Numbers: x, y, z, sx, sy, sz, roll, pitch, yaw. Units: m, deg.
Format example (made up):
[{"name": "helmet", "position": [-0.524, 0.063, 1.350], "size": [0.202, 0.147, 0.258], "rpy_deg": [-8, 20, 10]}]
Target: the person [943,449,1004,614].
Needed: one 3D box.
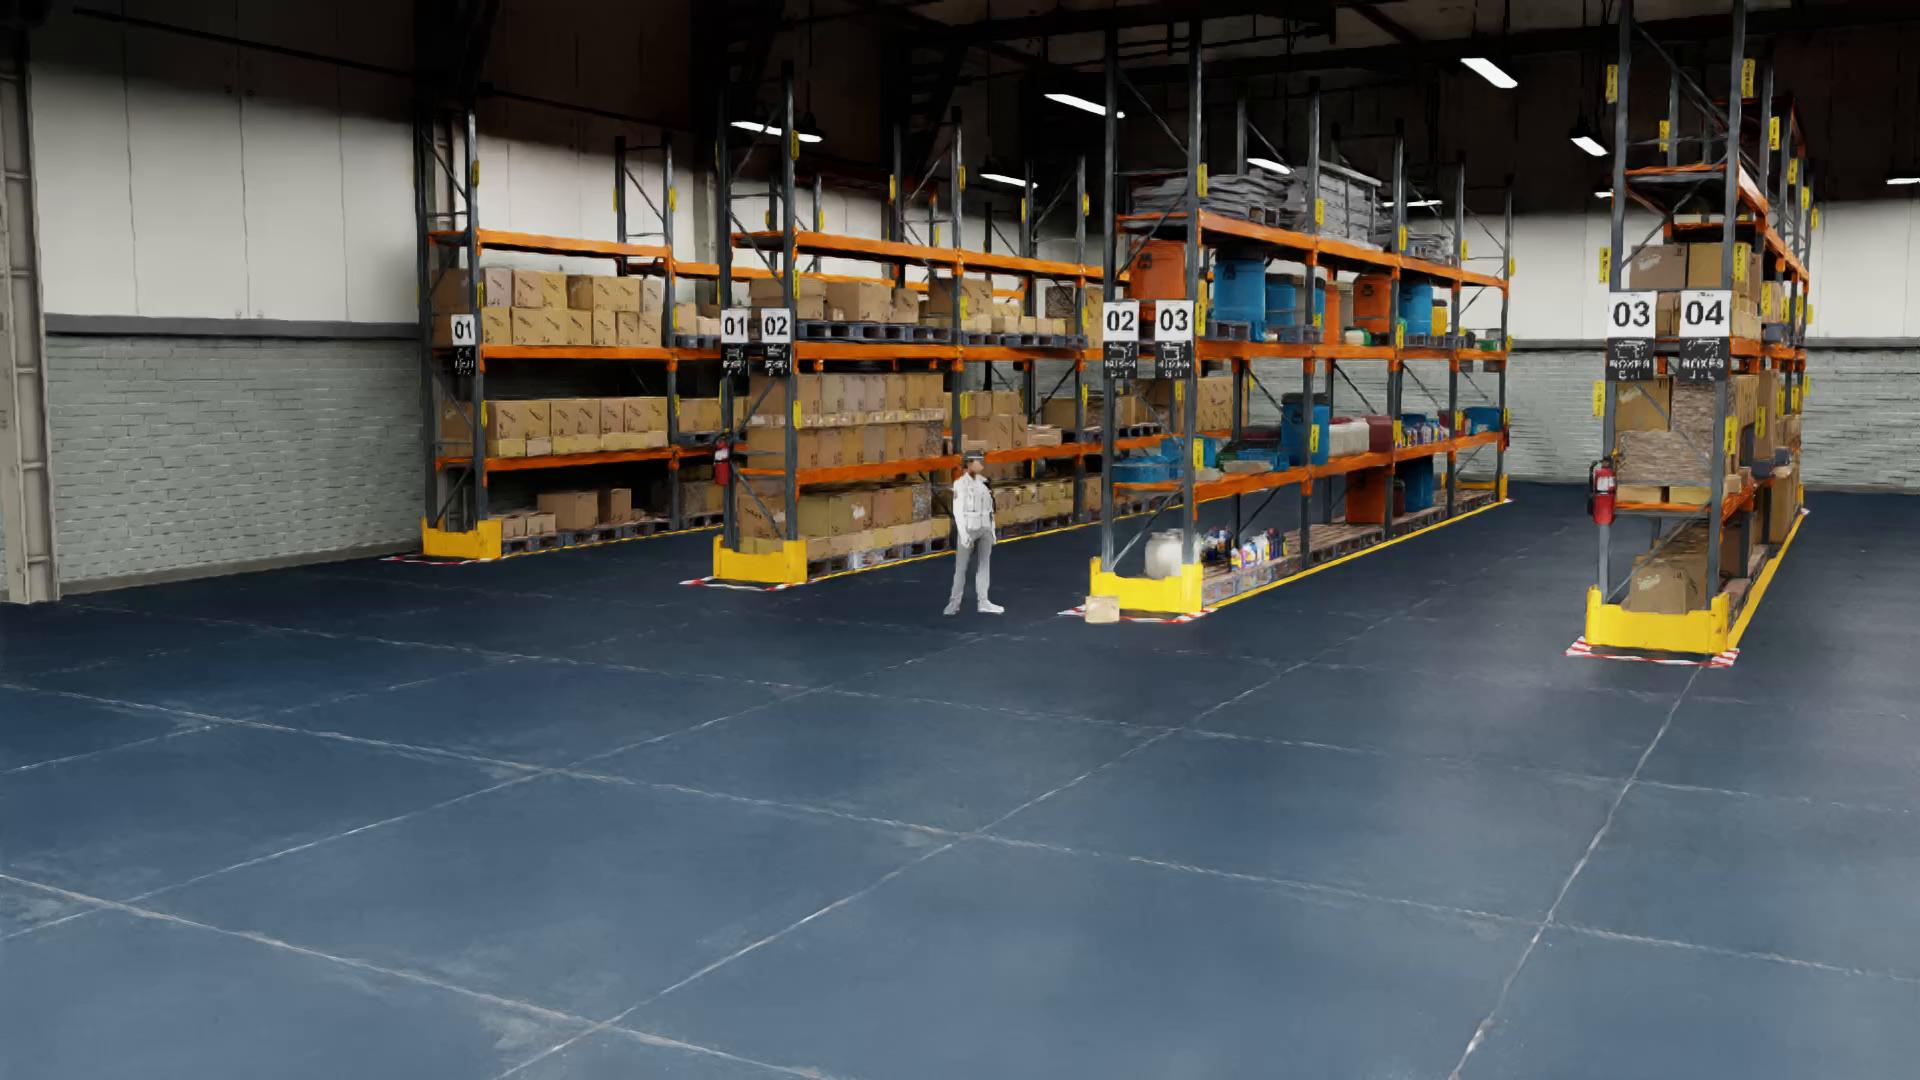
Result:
[{"name": "person", "position": [0.114, -0.088, 16.947], "size": [0.620, 1.682, 0.368], "rpy_deg": [-4, 7, -33]}]
